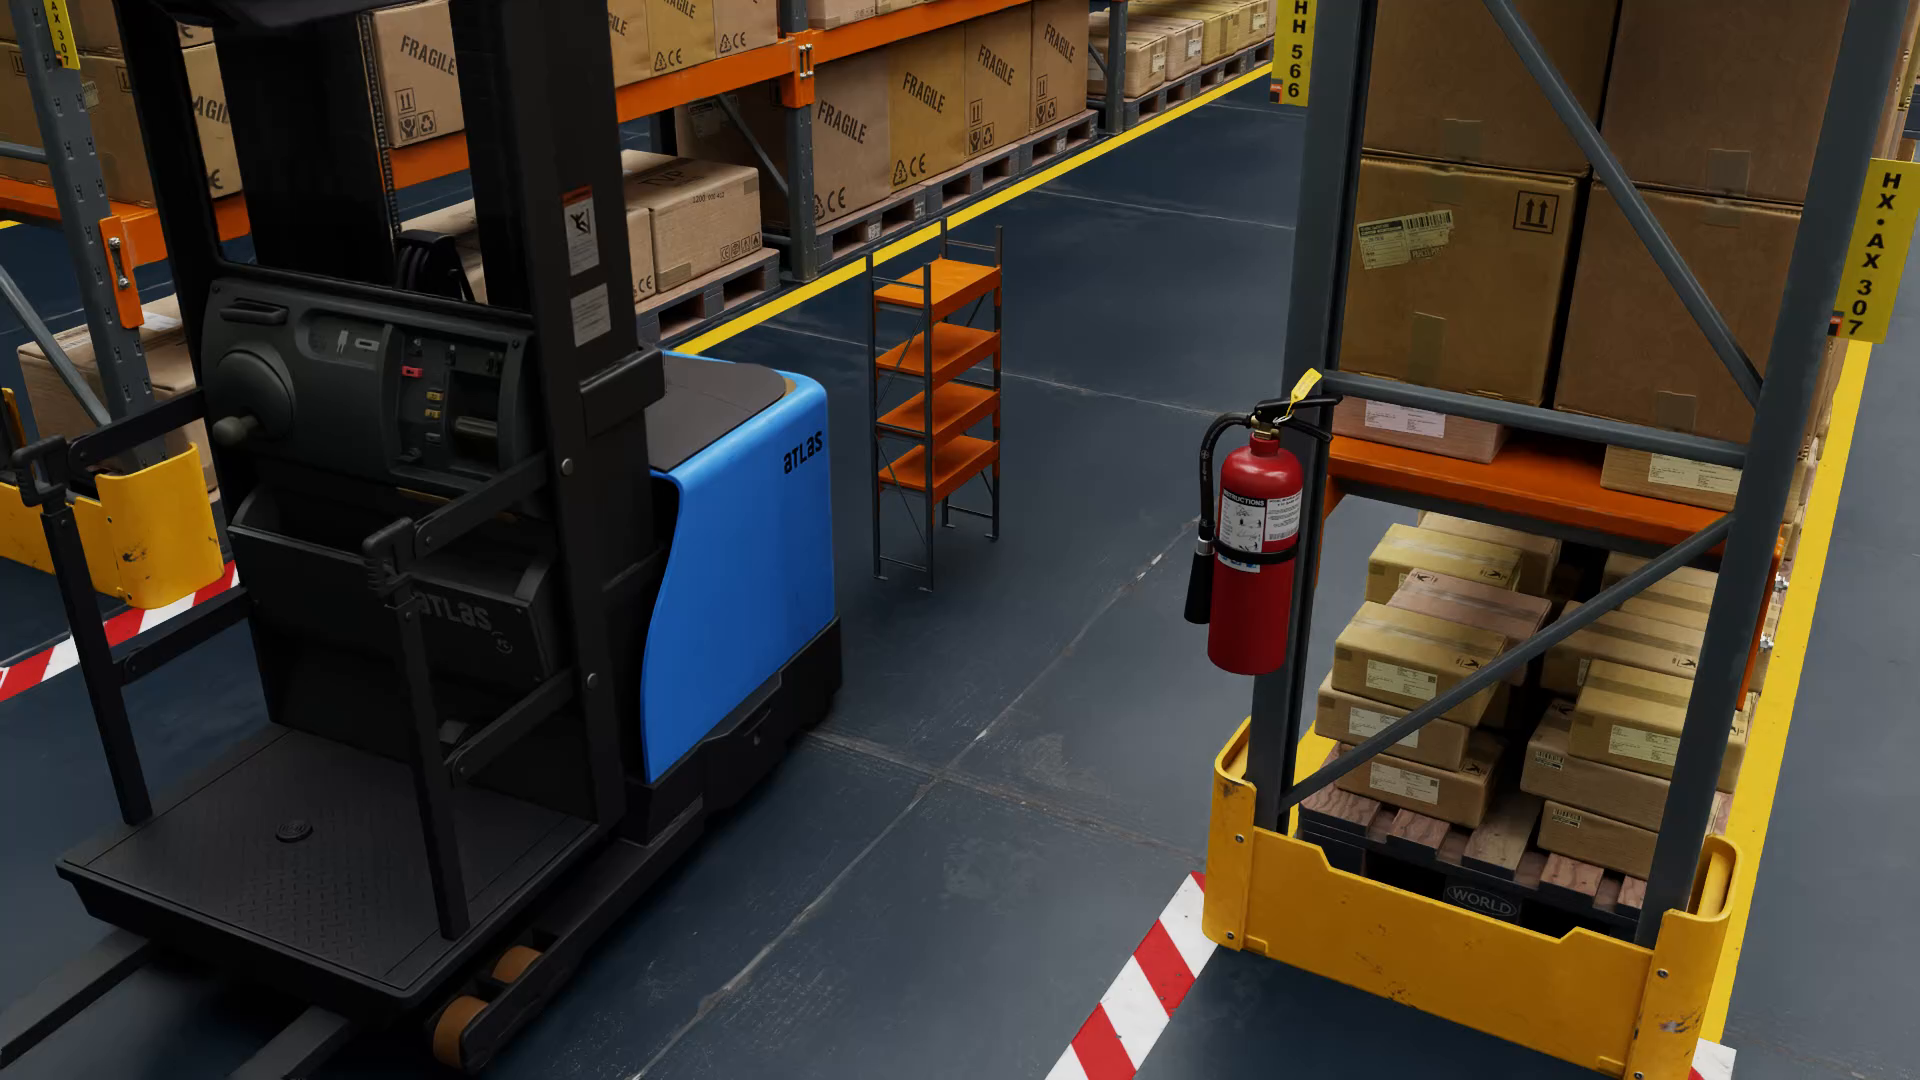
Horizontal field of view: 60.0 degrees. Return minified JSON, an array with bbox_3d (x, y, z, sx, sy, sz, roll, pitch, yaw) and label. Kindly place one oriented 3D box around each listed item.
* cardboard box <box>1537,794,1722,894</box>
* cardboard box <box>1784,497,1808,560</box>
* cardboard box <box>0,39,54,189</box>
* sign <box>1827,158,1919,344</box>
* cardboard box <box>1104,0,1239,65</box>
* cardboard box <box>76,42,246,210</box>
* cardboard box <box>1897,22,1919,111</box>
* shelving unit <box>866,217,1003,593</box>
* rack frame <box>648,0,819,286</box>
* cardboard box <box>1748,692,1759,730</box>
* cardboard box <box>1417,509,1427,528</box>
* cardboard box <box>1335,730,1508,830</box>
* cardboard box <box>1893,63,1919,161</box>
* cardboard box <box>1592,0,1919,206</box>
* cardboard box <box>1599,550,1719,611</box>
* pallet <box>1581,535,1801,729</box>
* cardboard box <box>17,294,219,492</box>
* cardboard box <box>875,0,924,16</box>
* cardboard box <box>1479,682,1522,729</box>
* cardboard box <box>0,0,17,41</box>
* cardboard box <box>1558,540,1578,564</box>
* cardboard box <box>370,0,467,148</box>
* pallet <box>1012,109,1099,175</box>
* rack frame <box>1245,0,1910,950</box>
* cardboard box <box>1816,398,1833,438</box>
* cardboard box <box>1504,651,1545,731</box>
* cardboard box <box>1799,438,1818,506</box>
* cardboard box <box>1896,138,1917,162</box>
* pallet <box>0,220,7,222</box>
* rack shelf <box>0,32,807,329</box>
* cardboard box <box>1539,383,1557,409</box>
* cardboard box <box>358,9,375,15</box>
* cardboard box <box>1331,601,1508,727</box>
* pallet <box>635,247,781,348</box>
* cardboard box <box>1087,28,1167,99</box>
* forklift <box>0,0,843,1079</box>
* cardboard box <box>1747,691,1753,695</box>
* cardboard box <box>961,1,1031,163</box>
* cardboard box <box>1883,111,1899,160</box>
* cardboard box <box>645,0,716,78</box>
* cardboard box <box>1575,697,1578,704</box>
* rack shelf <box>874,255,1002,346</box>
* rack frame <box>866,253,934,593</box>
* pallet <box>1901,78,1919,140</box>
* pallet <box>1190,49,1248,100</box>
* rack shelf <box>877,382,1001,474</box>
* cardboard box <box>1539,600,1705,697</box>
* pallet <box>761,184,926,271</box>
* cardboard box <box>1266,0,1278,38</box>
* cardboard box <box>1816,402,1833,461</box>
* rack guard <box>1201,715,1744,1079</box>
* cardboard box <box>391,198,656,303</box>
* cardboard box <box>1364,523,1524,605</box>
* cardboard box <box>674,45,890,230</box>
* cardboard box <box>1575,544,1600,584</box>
[{"bbox_3d":[1.688,0.711,4.195,0.380,0.149,0.250,15,30,27],"label":"cardboard box"},{"bbox_3d":[2.714,-0.083,5.781,0.380,0.149,0.250,14,30,26],"label":"cardboard box"},{"bbox_3d":[-3.201,-1.584,5.952,0.500,0.500,0.500,14,30,26],"label":"cardboard box"},{"bbox_3d":[1.624,-0.510,2.951,0.100,0.325,0.005,14,30,26],"label":"sign"},{"bbox_3d":[1.748,-4.225,13.806,0.950,0.372,0.625,15,30,28],"label":"cardboard box"},{"bbox_3d":[-2.722,-1.462,5.707,0.500,0.500,0.500,14,30,26],"label":"cardboard box"},{"bbox_3d":[2.121,-1.380,4.094,0.500,0.500,0.500,13,30,25],"label":"cardboard box"},{"bbox_3d":[-0.081,-0.472,5.853,0.258,1.200,0.503,14,30,26],"label":"shelving unit"},{"bbox_3d":[-1.240,-2.852,8.596,1.000,3.000,0.127,14,30,26],"label":"rack frame"},{"bbox_3d":[2.083,0.417,4.782,0.380,0.149,0.250,15,30,27],"label":"cardboard box"},{"bbox_3d":[1.648,-0.102,5.153,0.380,0.149,0.250,15,30,28],"label":"cardboard box"},{"bbox_3d":[1.229,0.593,4.429,0.380,0.149,0.250,15,30,27],"label":"cardboard box"},{"bbox_3d":[2.871,-1.526,5.504,0.500,0.500,0.500,13,30,25],"label":"cardboard box"},{"bbox_3d":[1.603,-0.984,3.303,0.500,0.500,0.500,14,30,26],"label":"cardboard box"},{"bbox_3d":[2.021,0.130,4.690,0.380,0.149,0.250,13,29,24],"label":"cardboard box"},{"bbox_3d":[2.220,0.192,5.630,1.003,0.211,1.213,14,30,26],"label":"pallet"},{"bbox_3d":[-2.970,-0.614,6.520,0.875,0.438,0.875,13,29,24],"label":"cardboard box"},{"bbox_3d":[-0.541,-3.100,9.260,0.500,0.250,0.500,13,30,25],"label":"cardboard box"},{"bbox_3d":[1.338,0.353,4.577,0.380,0.149,0.250,13,30,25],"label":"cardboard box"},{"bbox_3d":[-3.178,-2.025,5.716,0.500,0.500,0.500,15,30,28],"label":"cardboard box"},{"bbox_3d":[1.802,-0.060,5.403,0.380,0.149,0.250,16,31,29],"label":"cardboard box"},{"bbox_3d":[-2.231,-1.859,6.501,0.500,0.500,0.500,14,30,26],"label":"cardboard box"},{"bbox_3d":[0.274,-2.873,11.754,1.003,0.211,1.213,14,30,26],"label":"pallet"},{"bbox_3d":[1.151,-0.242,3.383,1.000,3.000,0.127,14,30,26],"label":"rack frame"},{"bbox_3d":[1.864,-0.386,3.950,0.380,0.149,0.250,13,30,25],"label":"cardboard box"},{"bbox_3d":[1.472,0.387,4.842,0.380,0.149,0.250,14,30,26],"label":"cardboard box"},{"bbox_3d":[2.593,-0.260,5.469,0.380,0.149,0.250,13,29,24],"label":"cardboard box"},{"bbox_3d":[5.465,-2.760,10.456,1.050,0.750,0.750,14,30,25],"label":"cardboard box"},{"bbox_3d":[-6.501,-1.952,9.914,1.003,0.211,1.213,14,30,26],"label":"pallet"},{"bbox_3d":[-2.224,-1.751,7.200,1.077,0.370,4.000,14,30,26],"label":"rack shelf"},{"bbox_3d":[1.221,-0.408,3.995,0.380,0.149,0.250,14,30,26],"label":"cardboard box"},{"bbox_3d":[-2.476,-2.112,5.890,0.500,0.500,0.500,13,30,25],"label":"cardboard box"},{"bbox_3d":[1.191,0.316,4.318,0.380,0.149,0.250,15,30,27],"label":"cardboard box"},{"bbox_3d":[-1.682,-1.326,8.663,1.003,0.211,1.213,14,30,26],"label":"pallet"},{"bbox_3d":[1.014,-3.642,12.640,0.950,0.372,0.625,12,29,23],"label":"cardboard box"},{"bbox_3d":[-1.454,-0.317,3.608,1.130,2.935,3.031,12,29,23],"label":"forklift"},{"bbox_3d":[2.081,0.279,4.726,0.380,0.149,0.250,15,30,28],"label":"cardboard box"},{"bbox_3d":[-0.127,-3.051,10.898,0.875,0.875,0.875,15,30,27],"label":"cardboard box"},{"bbox_3d":[2.106,-0.937,4.326,0.500,0.500,0.500,15,30,27],"label":"cardboard box"},{"bbox_3d":[-1.494,-2.458,7.698,0.500,0.500,0.500,13,30,25],"label":"cardboard box"},{"bbox_3d":[1.816,0.470,4.344,0.380,0.149,0.250,14,30,26],"label":"cardboard box"},{"bbox_3d":[-0.081,-0.823,5.677,0.258,0.148,0.480,14,30,26],"label":"rack shelf"},{"bbox_3d":[-0.201,-0.377,5.663,0.240,1.200,0.015,14,30,26],"label":"rack frame"},{"bbox_3d":[3.622,-1.981,7.072,1.003,0.211,1.213,14,30,26],"label":"pallet"},{"bbox_3d":[1.714,-3.942,13.889,1.003,0.211,1.213,14,30,26],"label":"pallet"},{"bbox_3d":[-0.081,-0.412,5.883,0.258,0.148,0.480,14,30,26],"label":"rack shelf"},{"bbox_3d":[1.736,0.315,4.320,0.380,0.149,0.250,15,30,27],"label":"cardboard box"},{"bbox_3d":[-0.926,-1.922,9.854,1.003,0.211,1.213,14,30,26],"label":"pallet"},{"bbox_3d":[2.439,-4.778,14.909,0.950,0.372,0.625,15,30,27],"label":"cardboard box"},{"bbox_3d":[3.002,-0.438,6.158,0.380,0.149,0.250,13,29,24],"label":"cardboard box"},{"bbox_3d":[1.189,0.846,4.002,1.175,0.500,0.348,14,30,26],"label":"rack guard"},{"bbox_3d":[-2.082,-1.324,7.937,0.875,0.438,0.875,13,29,25],"label":"cardboard box"},{"bbox_3d":[1.382,0.102,4.746,0.380,0.149,0.250,13,30,25],"label":"cardboard box"},{"bbox_3d":[-1.005,-2.349,9.496,0.875,0.875,0.875,15,30,28],"label":"cardboard box"},{"bbox_3d":[1.995,-0.009,5.634,0.380,0.149,0.250,15,30,28],"label":"cardboard box"}]
